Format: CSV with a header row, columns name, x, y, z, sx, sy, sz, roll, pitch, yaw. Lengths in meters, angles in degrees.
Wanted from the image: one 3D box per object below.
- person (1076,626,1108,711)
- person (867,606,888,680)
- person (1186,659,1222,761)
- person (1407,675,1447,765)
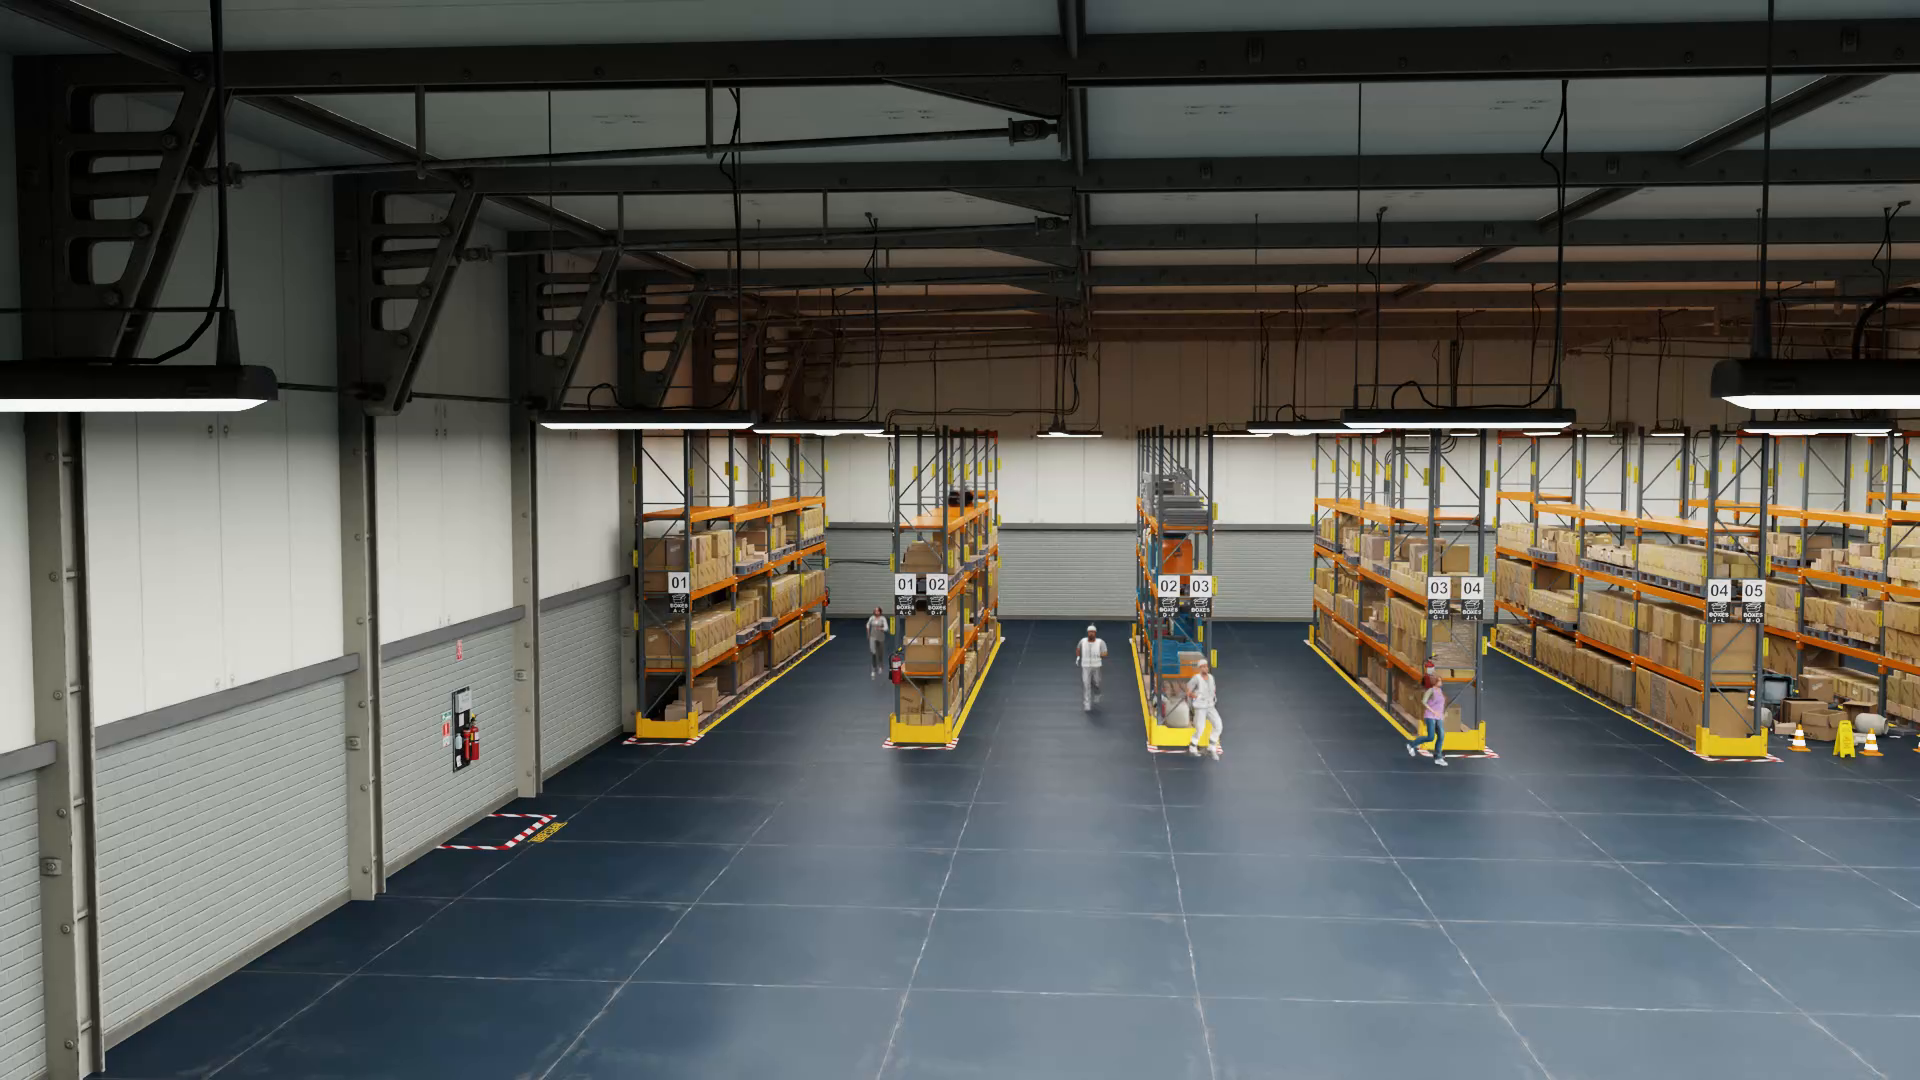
name,x,y,z,sx,sy,sz,roll,pitch,yaw
person,2.793,2.696,35.305,0.693,1.763,0.989,1,3,9
person,-1.917,2.408,38.471,0.510,1.573,0.710,0,3,0
person,4.379,3.039,29.776,0.719,1.813,0.622,-2,4,-32
person,8.406,3.169,29.521,0.605,1.551,0.794,-3,5,-43
